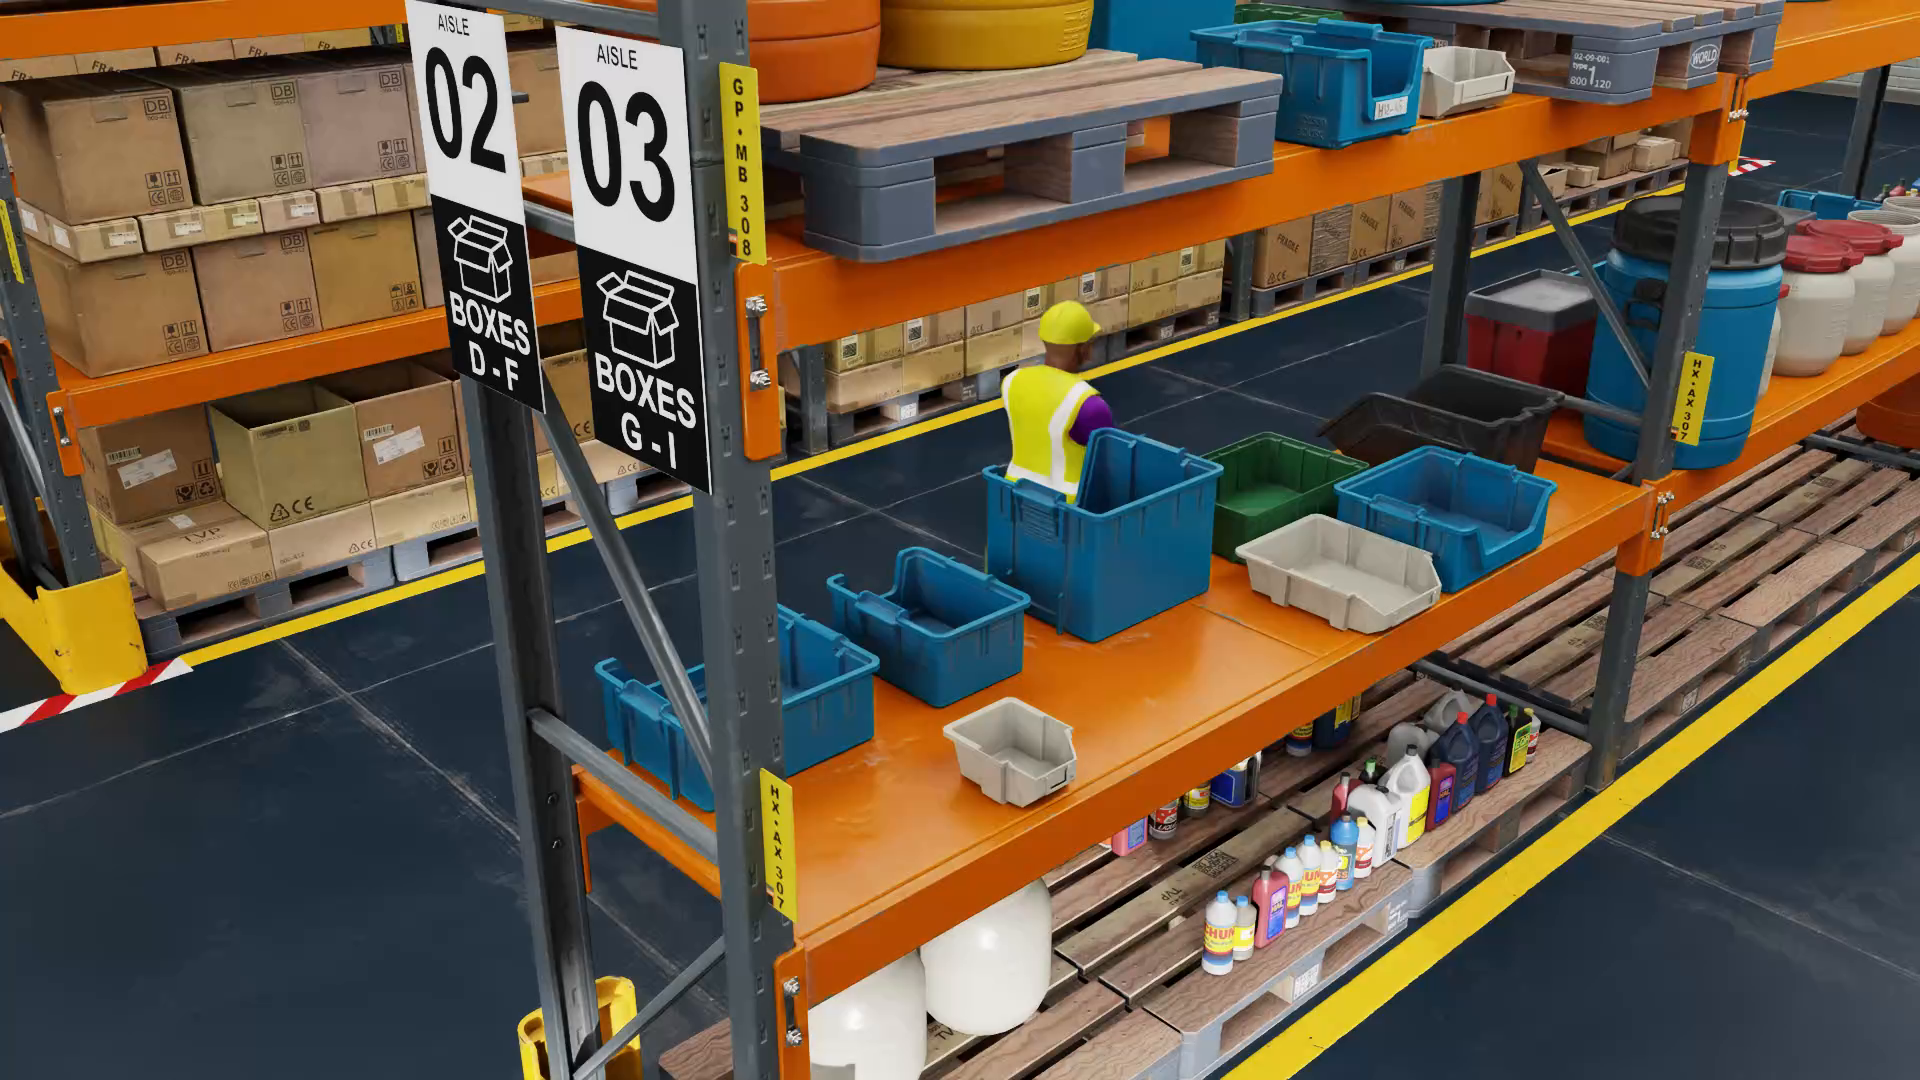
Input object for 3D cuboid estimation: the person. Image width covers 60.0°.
[{"bbox_3d":[0.449,-0.141,6.895,0.581,1.758,0.504,-21,32,-39],"label":"person"}]
